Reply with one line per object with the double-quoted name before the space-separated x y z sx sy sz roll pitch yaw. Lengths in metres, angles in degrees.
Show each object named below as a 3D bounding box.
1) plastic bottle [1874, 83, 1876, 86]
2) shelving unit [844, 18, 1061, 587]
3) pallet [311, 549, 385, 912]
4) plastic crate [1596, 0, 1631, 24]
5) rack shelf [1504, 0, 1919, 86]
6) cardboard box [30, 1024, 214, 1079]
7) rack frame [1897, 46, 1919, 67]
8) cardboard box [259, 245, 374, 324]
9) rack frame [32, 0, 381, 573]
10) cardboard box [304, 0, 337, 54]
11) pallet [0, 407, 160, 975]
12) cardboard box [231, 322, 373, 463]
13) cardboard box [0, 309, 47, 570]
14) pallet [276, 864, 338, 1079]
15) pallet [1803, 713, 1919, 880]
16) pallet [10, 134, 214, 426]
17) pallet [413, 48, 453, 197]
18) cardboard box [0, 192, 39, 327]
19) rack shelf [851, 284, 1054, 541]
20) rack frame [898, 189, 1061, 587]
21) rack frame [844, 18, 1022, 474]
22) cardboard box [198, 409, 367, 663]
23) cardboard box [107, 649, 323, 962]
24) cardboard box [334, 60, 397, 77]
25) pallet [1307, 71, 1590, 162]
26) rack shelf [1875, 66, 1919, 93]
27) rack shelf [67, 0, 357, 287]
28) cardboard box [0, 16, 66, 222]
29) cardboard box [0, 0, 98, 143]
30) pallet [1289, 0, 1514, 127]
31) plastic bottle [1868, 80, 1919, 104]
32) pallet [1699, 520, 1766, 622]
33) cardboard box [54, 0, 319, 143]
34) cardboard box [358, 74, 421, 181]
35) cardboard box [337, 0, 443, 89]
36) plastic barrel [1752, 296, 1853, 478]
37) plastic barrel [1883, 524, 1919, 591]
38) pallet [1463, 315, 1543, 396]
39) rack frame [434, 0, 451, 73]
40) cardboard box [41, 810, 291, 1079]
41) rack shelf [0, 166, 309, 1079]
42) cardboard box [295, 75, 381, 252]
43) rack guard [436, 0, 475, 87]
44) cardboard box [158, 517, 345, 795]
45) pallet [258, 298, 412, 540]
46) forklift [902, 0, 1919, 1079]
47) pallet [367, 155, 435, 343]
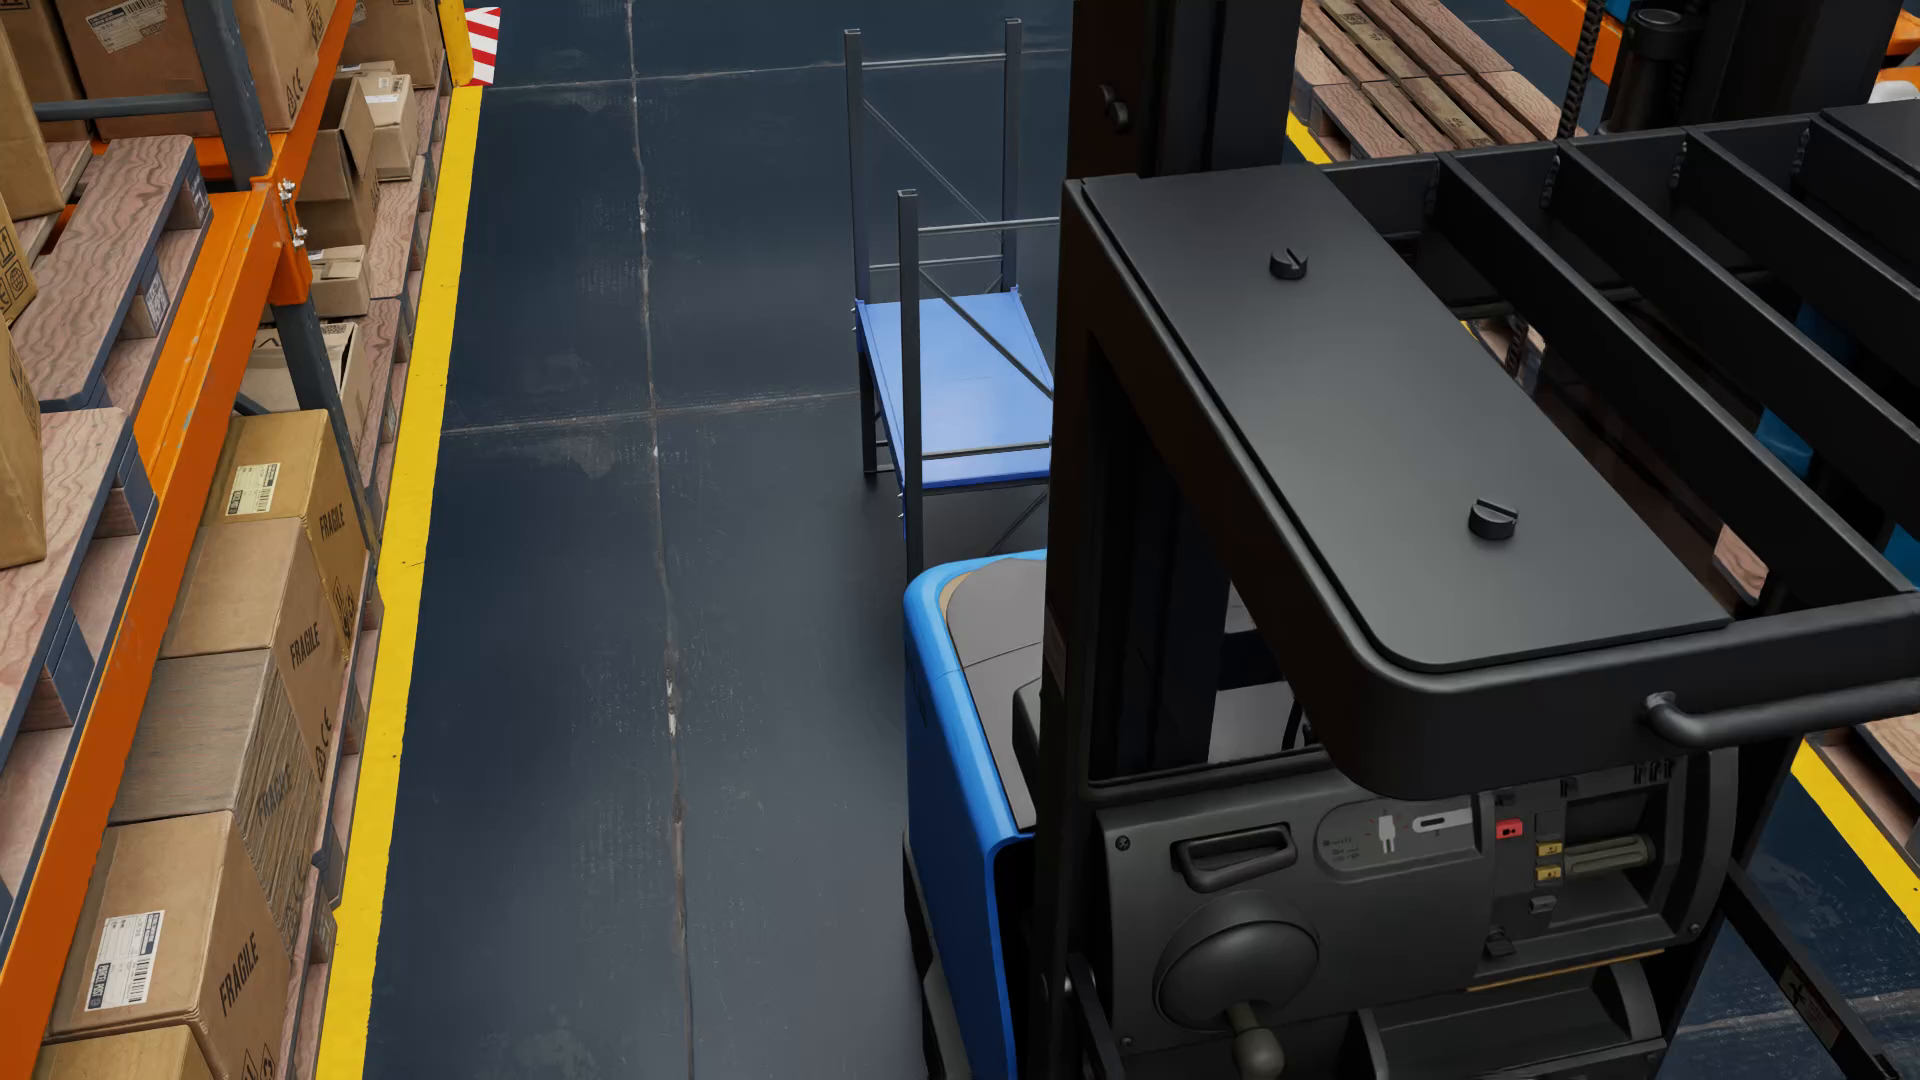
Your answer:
"plastic bottle" 2.302 -1.073 4.291 0.097 0.271 0.097 0 38 0
"shelving unit" 0.015 -0.541 4.724 0.538 1.500 1.048 -6 38 -8
"pallet" -2.118 0.520 4.408 1.003 0.211 1.213 -6 38 -8
"plastic crate" 2.162 -1.861 5.165 0.392 0.384 0.575 -6 38 -8
"rack shelf" 2.229 -2.522 6.638 1.077 0.370 4.000 -6 38 -8
"cardboard box" -1.576 1.237 2.892 0.500 0.500 0.500 -7 38 -9
"rack frame" 2.579 -1.599 4.863 1.000 3.000 0.127 -6 38 -8
"cardboard box" -2.320 -0.921 5.941 0.380 0.166 0.250 -6 38 -8
"rack frame" -2.298 -1.068 4.180 1.000 3.000 0.127 -6 38 -8
"cardboard box" -2.212 -1.754 4.981 0.500 0.500 0.500 -6 38 -7
"pallet" -1.942 0.250 2.640 1.003 0.211 1.213 -6 38 -8
"cardboard box" -2.159 -0.457 5.226 0.500 0.311 0.500 -6 38 -8
"cardboard box" -1.928 -0.213 2.655 0.700 0.500 0.500 -16 41 -19
"pallet" -1.901 1.259 3.458 1.003 0.211 1.213 -6 38 -8
"pallet" 2.891 0.712 4.162 1.003 0.211 1.213 -6 38 -8
"pallet" -2.265 -0.498 3.602 1.003 0.211 1.213 -6 38 -8
"pallet" -2.845 -1.855 7.466 1.003 0.211 1.213 -6 38 -8
"cardboard box" -2.252 -0.555 3.095 0.700 0.500 0.500 -1 38 -1
"rack shelf" 0.015 -0.399 4.834 0.538 0.185 1.000 -6 38 -8
"rack frame" 0.104 -0.234 4.328 0.500 1.500 0.032 -6 38 -8
"rack frame" -0.074 -0.848 5.119 0.500 1.500 0.032 -6 38 -8
"cardboard box" -1.929 0.013 4.468 0.500 0.500 0.500 -6 38 -8
"cardboard box" -1.764 0.615 3.692 0.500 0.500 0.500 -6 38 -7
"cardboard box" -2.679 -1.983 7.308 0.380 0.166 0.250 -6 38 -8
"pallet" 2.195 -1.676 7.235 1.003 0.211 1.213 -6 38 -8
"rack shelf" 2.930 -0.106 3.528 1.077 0.370 4.000 -6 38 -8
"rack shelf" -2.649 -1.992 5.955 1.077 0.370 4.000 -6 38 -8
"cardboard box" -2.435 -0.963 3.621 0.700 0.500 0.500 -19 42 -23
"cardboard box" -2.638 -1.382 4.502 0.500 0.500 0.500 -6 38 -7
"pallet" 1.984 -2.411 8.181 1.003 0.211 1.213 -6 38 -8
"plastic bottle" 2.349 -1.008 4.204 0.152 0.276 0.135 -6 38 -8
"pallet" 2.673 -0.027 5.112 1.003 0.211 1.213 -6 38 -8
"cardboard box" -2.119 -1.445 4.583 0.500 0.500 0.500 -5 38 -7
"cardboard box" -2.525 -1.693 6.867 0.500 0.250 0.500 -6 38 -8
"cardboard box" -2.662 -2.369 7.533 0.500 0.500 0.500 -6 38 -8
"plastic barrel" 2.658 -0.605 4.952 0.600 0.901 0.708 -6 38 -8
"plastic barrel" 2.782 -0.178 4.402 0.600 0.901 0.708 -6 38 -8
"pallet" 2.412 -0.937 6.284 1.003 0.211 1.213 -6 38 -8
"rack frame" -2.999 -3.484 7.290 1.000 3.000 0.127 -6 38 -8
"cardboard box" -1.672 0.922 3.297 0.500 0.500 0.500 -7 38 -9
"rack shelf" -1.947 0.424 2.846 1.077 0.370 4.000 -6 38 -8
"cardboard box" -2.633 -1.390 6.271 0.797 0.503 0.637 -6 38 -8
"rack guard" -2.986 -2.451 7.997 1.175 0.500 0.348 -6 38 -8
"cardboard box" -1.851 0.312 4.082 0.500 0.500 0.500 -6 38 -8
"pallet" -2.418 -0.382 5.569 1.003 0.211 1.213 -6 38 -8
"forklift" 0.698 0.561 2.139 1.130 2.935 3.031 -8 39 -10
"pallet" -2.635 -1.120 6.520 1.003 0.211 1.213 -6 38 -8
